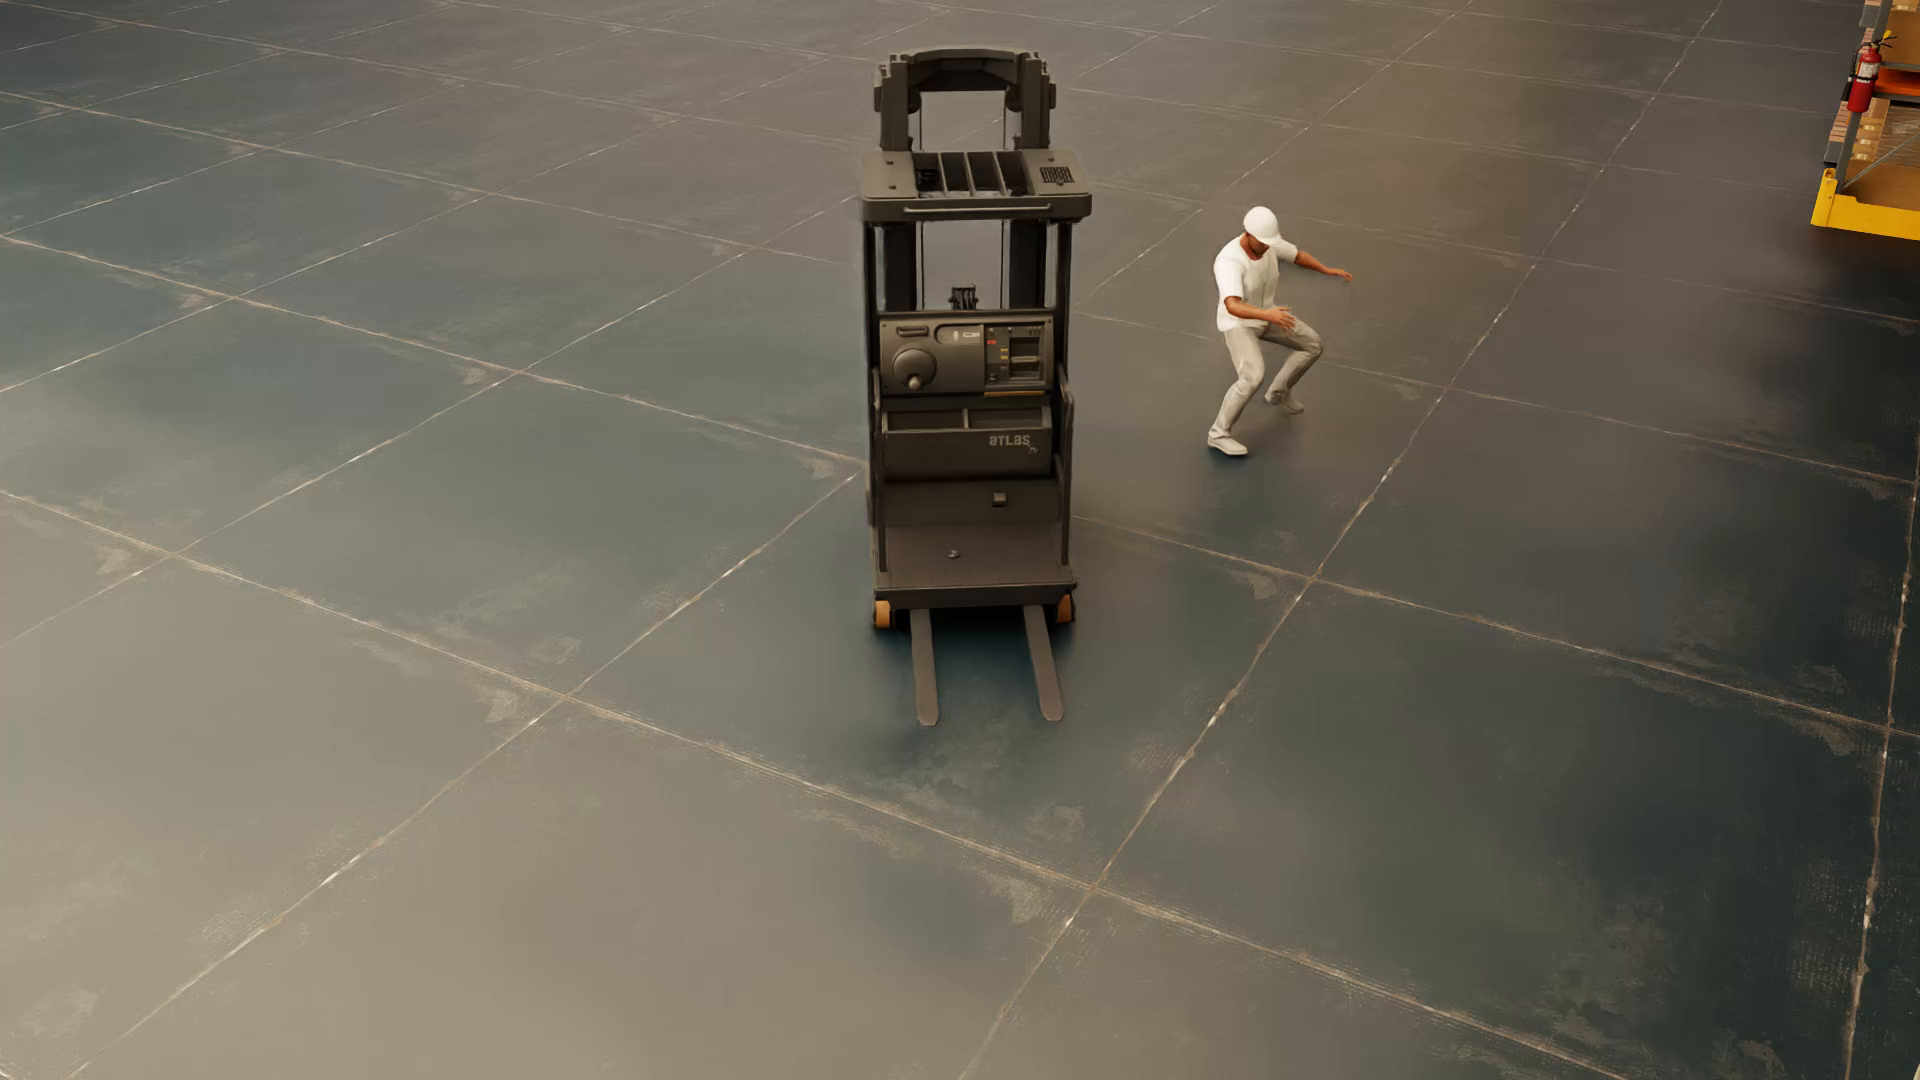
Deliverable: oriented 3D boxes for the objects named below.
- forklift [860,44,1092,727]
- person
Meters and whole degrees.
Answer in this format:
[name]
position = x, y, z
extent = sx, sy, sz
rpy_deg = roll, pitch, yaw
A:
[forklift]
position = 0.050, -0.947, 8.711
extent = 1.121, 2.935, 3.031
rpy_deg = -2, 30, -3
[person]
position = 2.066, -1.436, 10.947
extent = 1.019, 1.550, 0.780
rpy_deg = -22, 37, -33
